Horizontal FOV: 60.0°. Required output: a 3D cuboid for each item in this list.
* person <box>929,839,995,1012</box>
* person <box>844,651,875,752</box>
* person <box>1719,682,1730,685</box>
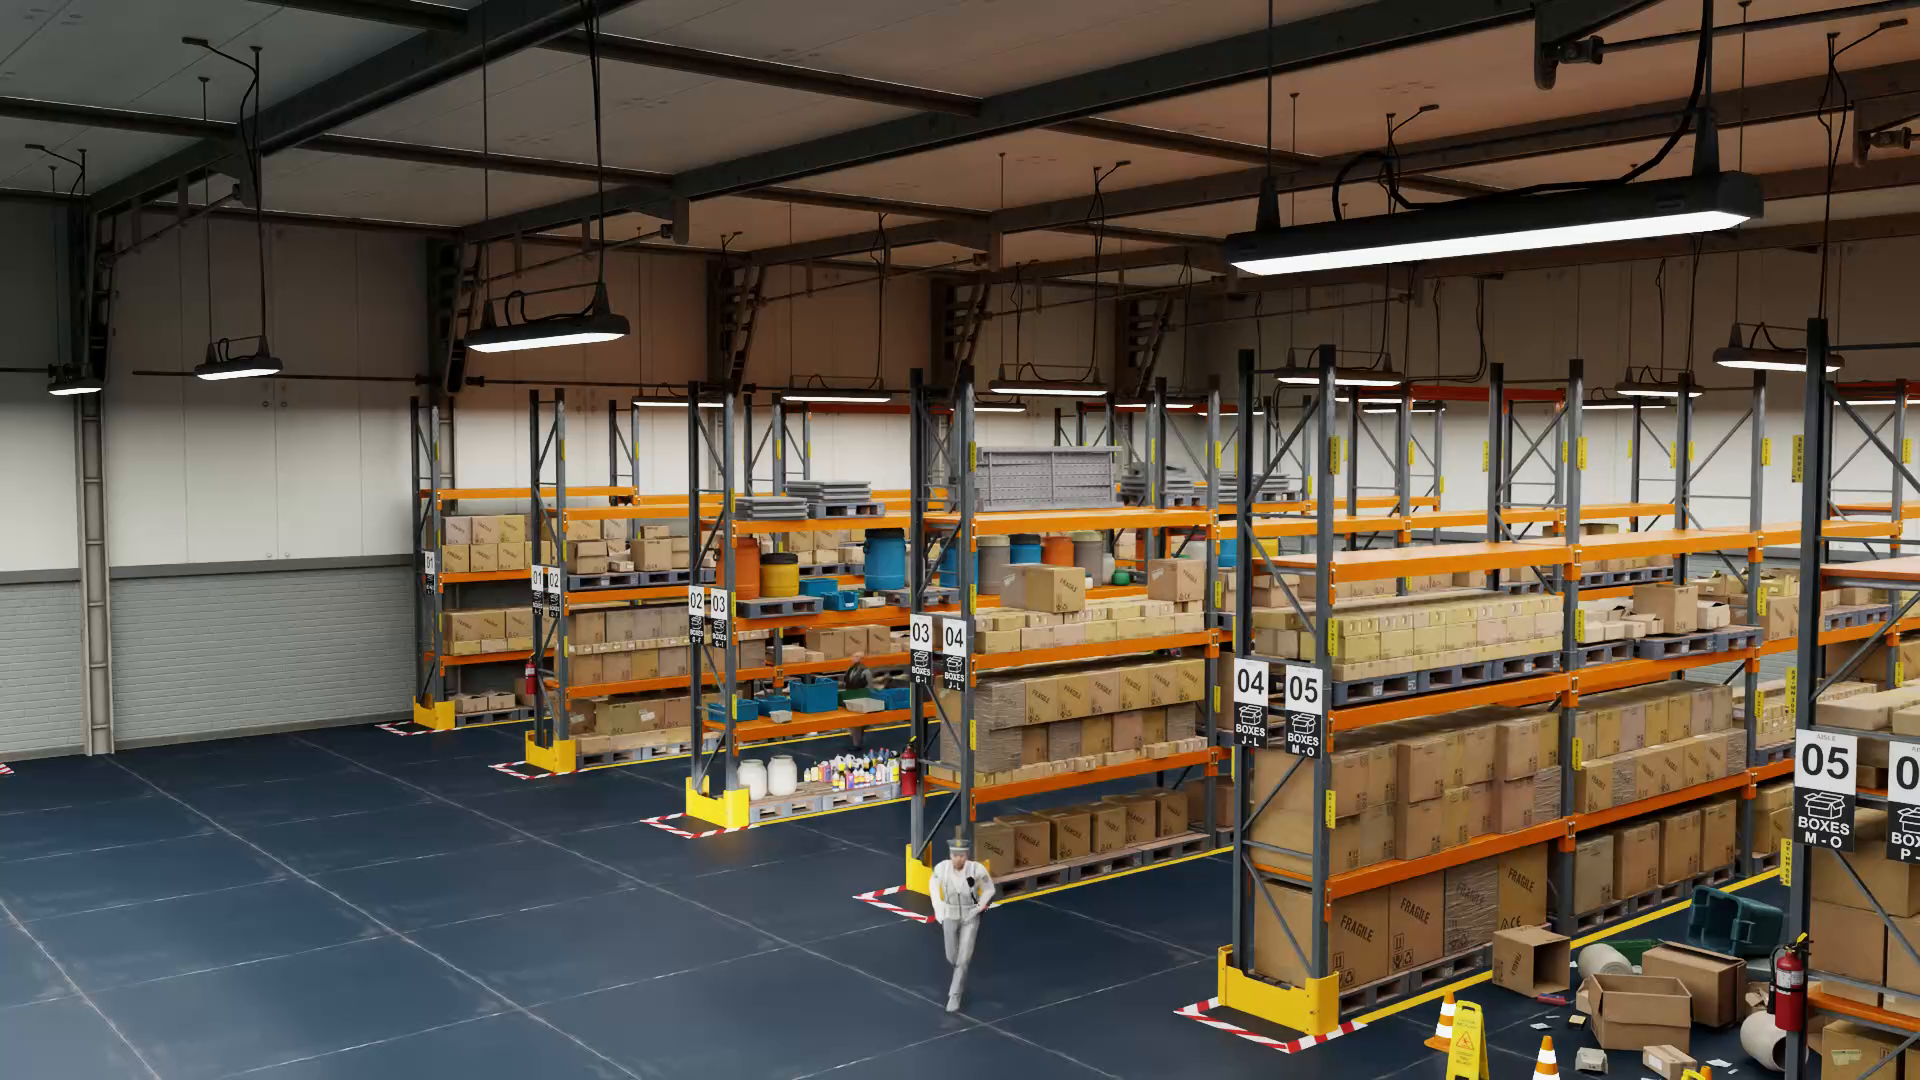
[{"bbox_3d":[0.017,3.480,15.302,0.612,1.629,0.767,0,3,2],"label":"person"},{"bbox_3d":[-1.720,2.697,27.807,0.671,1.675,0.584,3,4,41],"label":"person"},{"bbox_3d":[10.821,2.899,23.608,0.687,1.775,0.633,-3,4,-39],"label":"person"}]
